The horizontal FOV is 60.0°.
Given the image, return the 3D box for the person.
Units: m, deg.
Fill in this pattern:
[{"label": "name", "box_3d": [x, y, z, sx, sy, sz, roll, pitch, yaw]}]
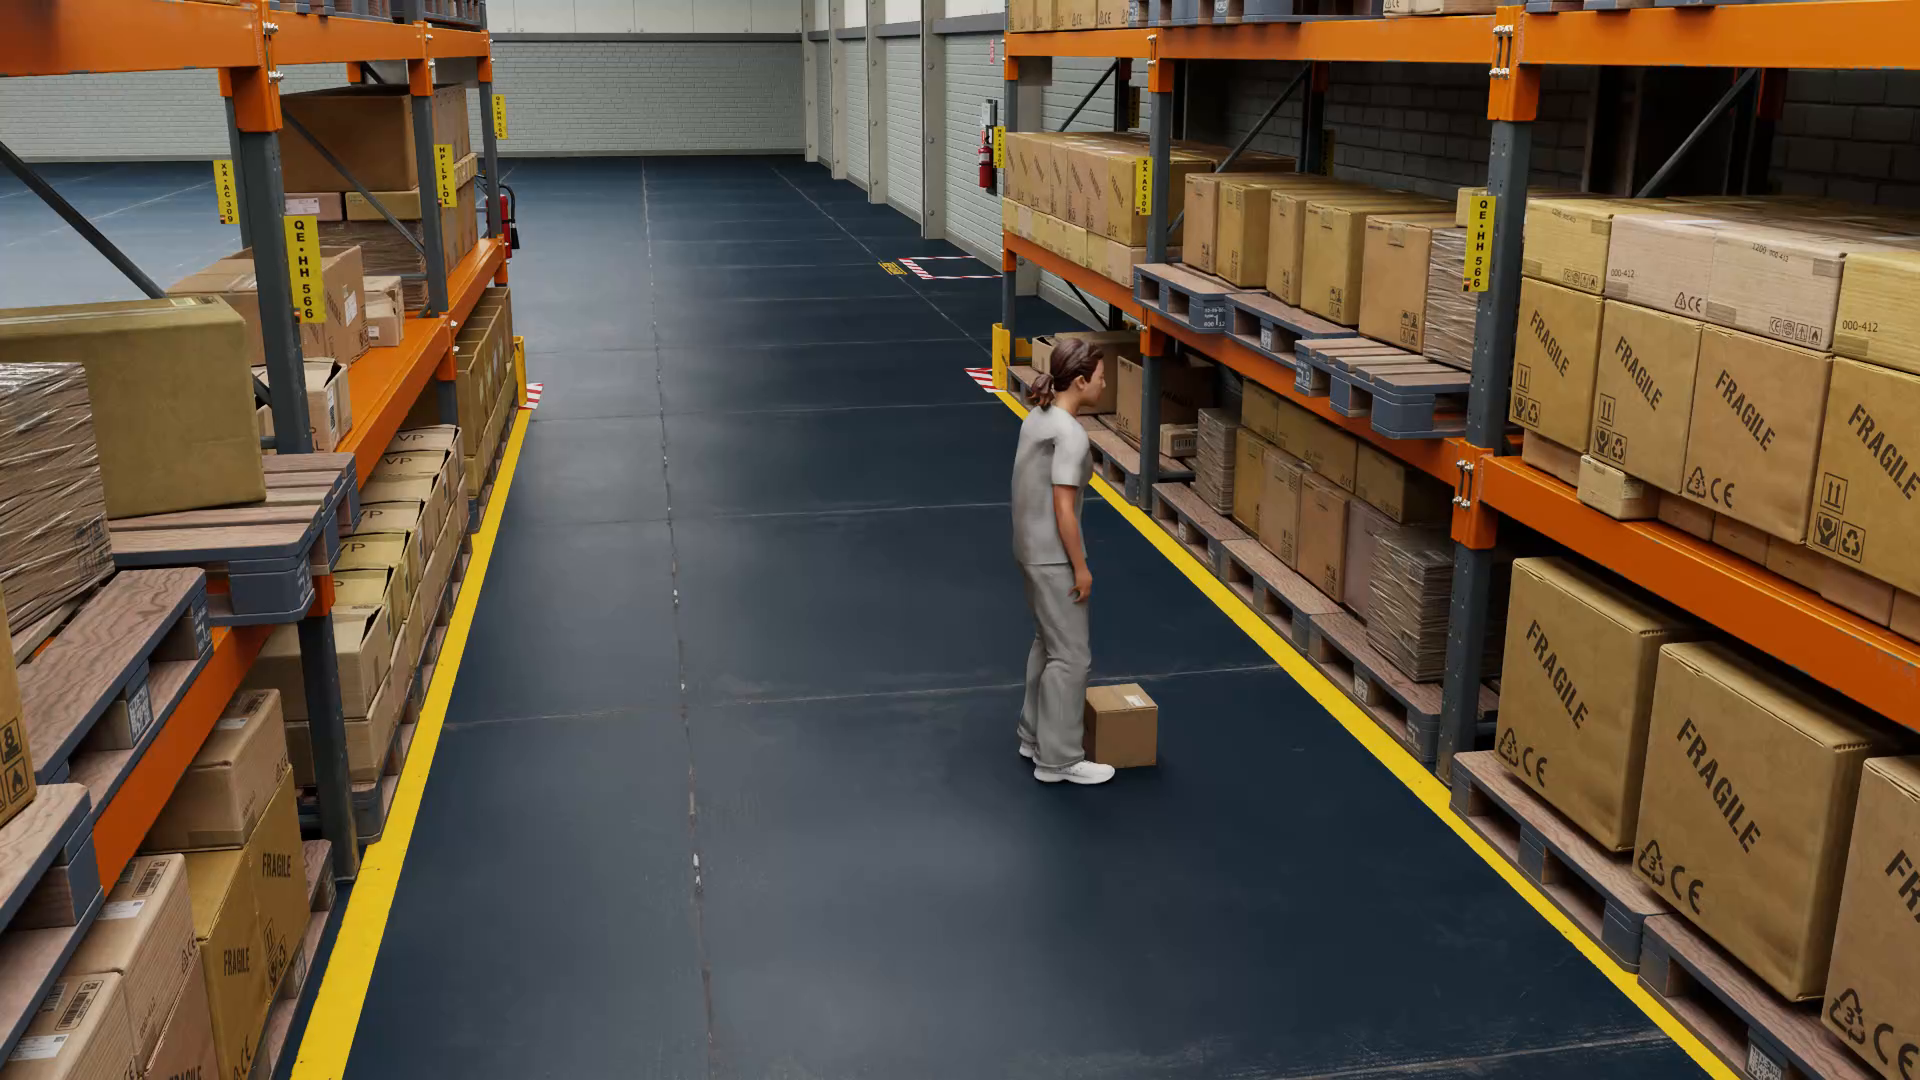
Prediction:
[{"label": "person", "box_3d": [0.379, 0.070, 6.300, 0.353, 1.673, 0.491, -3, 17, -11]}]
